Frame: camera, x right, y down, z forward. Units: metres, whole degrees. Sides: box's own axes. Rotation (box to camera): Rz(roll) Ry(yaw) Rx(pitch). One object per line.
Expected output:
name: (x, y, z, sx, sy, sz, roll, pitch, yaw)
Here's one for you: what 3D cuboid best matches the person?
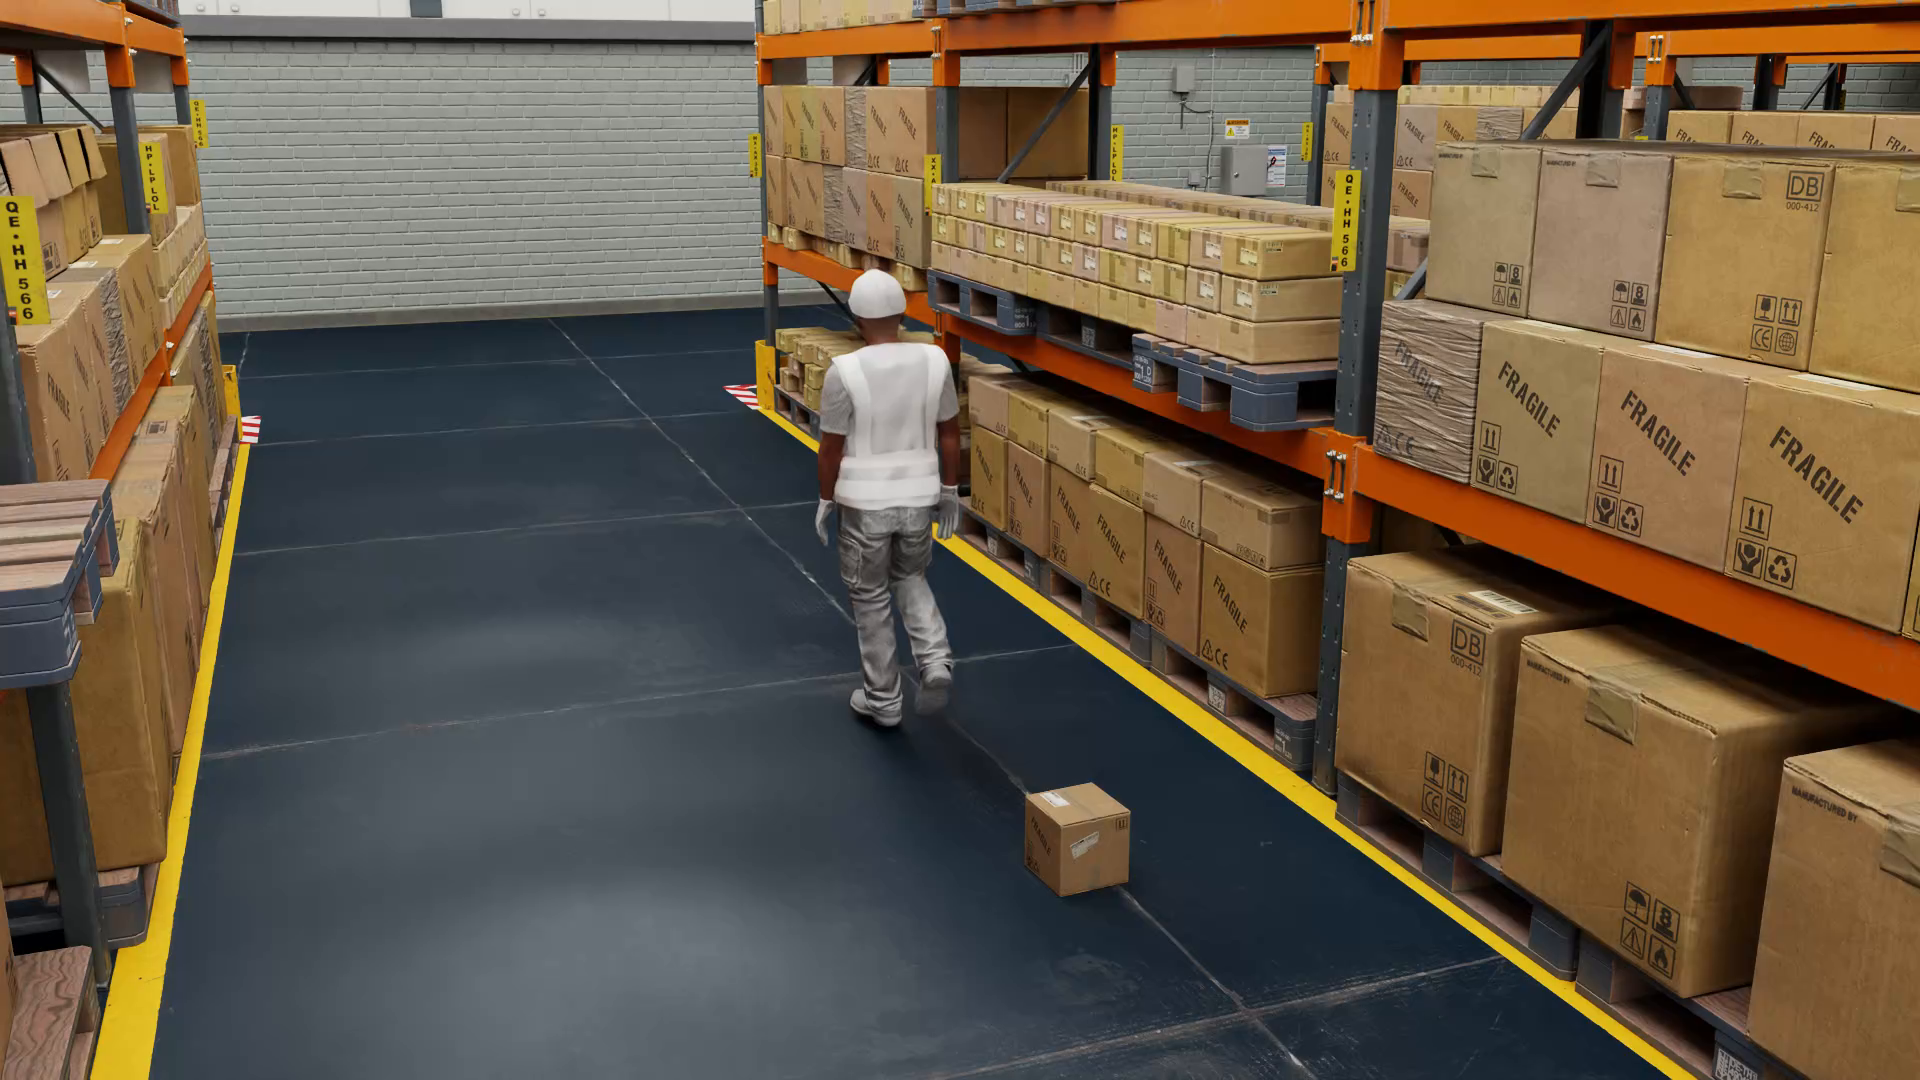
person: (-0.298, -0.155, 6.455, 0.555, 1.787, 0.462, -8, 17, -27)
